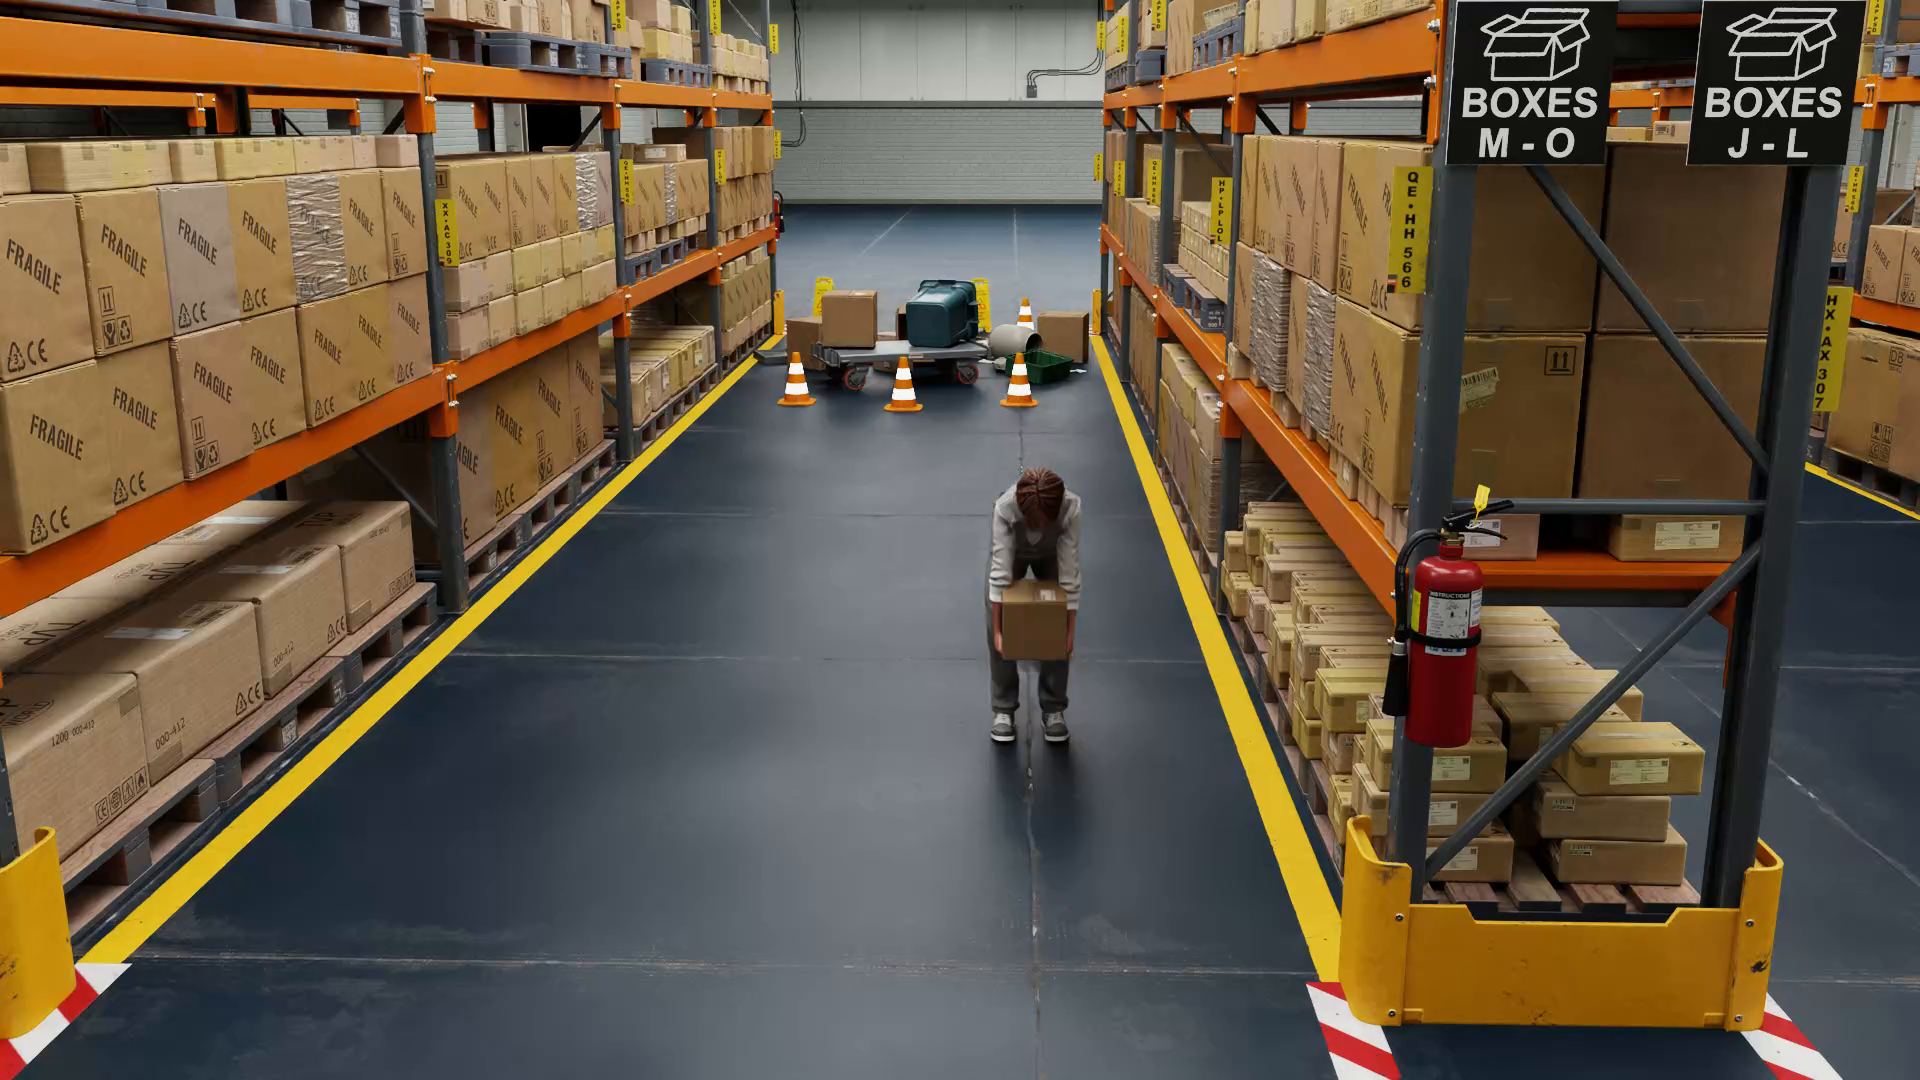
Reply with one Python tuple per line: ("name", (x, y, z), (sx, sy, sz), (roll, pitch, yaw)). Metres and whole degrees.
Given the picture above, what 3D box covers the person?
("person", (0.293, 0.268, 6.699), (0.380, 1.240, 0.810), (0, 14, -1))
